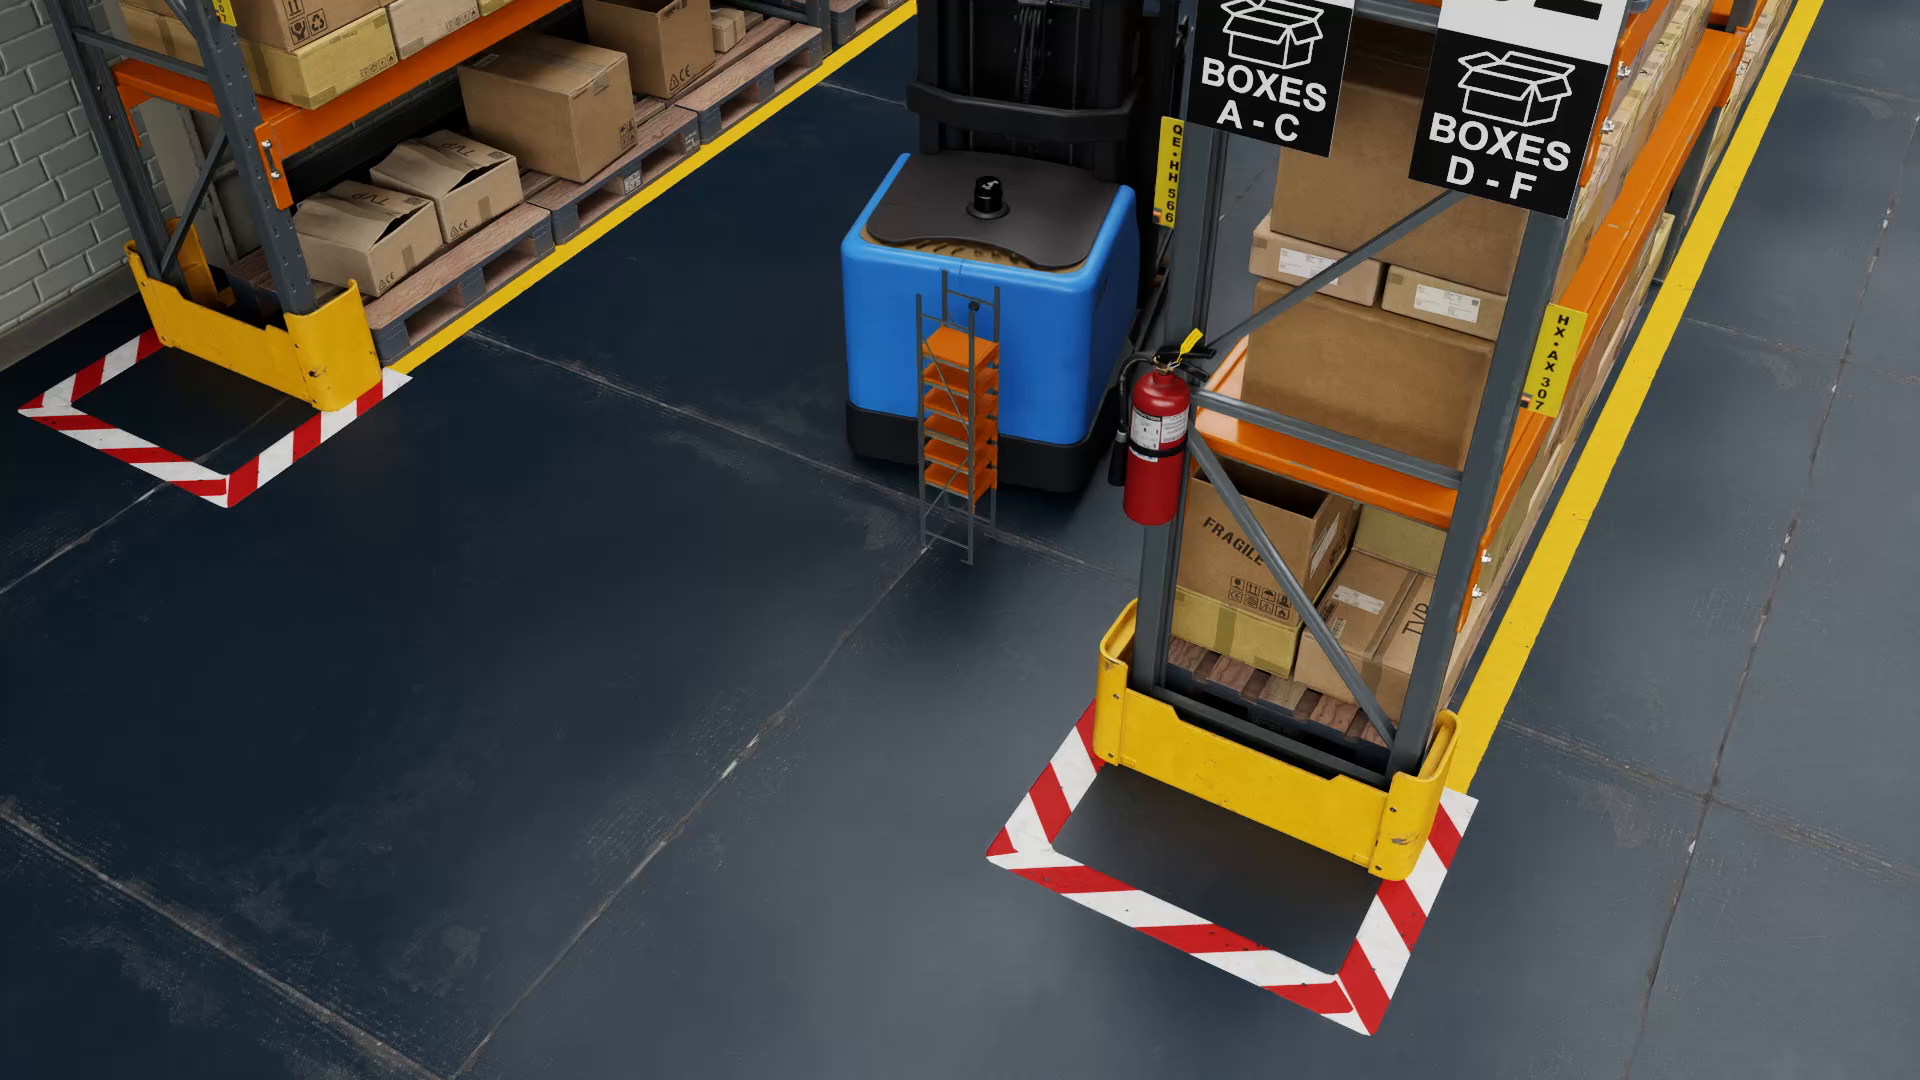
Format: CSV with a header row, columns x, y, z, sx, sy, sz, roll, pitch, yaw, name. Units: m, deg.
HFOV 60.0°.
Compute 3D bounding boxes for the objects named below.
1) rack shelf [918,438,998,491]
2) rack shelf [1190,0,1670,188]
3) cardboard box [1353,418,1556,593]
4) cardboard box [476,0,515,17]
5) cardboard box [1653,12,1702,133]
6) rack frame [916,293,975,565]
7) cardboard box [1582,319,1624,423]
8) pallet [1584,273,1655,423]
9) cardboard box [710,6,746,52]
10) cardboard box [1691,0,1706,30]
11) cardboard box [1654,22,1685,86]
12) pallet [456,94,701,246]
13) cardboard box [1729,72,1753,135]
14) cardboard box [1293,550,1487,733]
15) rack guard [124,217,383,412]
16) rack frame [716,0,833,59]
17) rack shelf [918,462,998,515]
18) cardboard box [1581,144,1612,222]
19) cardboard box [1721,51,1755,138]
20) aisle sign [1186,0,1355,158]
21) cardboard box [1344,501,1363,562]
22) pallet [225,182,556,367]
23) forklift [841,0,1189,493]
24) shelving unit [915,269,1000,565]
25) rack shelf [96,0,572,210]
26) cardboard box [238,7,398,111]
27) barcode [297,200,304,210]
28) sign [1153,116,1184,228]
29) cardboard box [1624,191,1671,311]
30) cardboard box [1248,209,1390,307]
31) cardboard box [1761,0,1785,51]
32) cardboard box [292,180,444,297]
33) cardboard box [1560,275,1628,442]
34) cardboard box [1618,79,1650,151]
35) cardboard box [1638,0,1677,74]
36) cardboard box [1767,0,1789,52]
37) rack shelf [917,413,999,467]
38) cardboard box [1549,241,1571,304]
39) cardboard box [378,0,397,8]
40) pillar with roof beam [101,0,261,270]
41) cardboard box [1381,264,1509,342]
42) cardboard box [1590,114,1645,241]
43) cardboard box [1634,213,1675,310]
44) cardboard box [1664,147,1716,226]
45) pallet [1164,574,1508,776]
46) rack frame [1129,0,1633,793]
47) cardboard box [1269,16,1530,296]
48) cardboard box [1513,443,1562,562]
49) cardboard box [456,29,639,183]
x,y,z,sx,sy,sz,roll,pitch,yaw,name
-0.007,-0.319,6.453,0.258,0.103,0.180,21,45,22,rack shelf
2.051,-2.292,5.358,1.077,0.370,4.000,21,45,22,rack shelf
1.760,-0.219,5.925,0.500,0.500,0.500,21,45,22,cardboard box
-2.214,-2.645,7.582,0.500,0.250,0.500,20,45,21,cardboard box
2.577,-2.058,6.742,0.700,0.500,0.500,20,45,22,cardboard box
-0.053,-0.390,6.285,0.240,1.200,0.006,21,45,22,rack frame
2.513,-0.795,7.146,0.500,0.250,0.500,21,45,22,cardboard box
2.618,-1.093,7.831,1.003,0.211,1.213,21,45,22,pallet
-1.481,-3.003,9.701,0.380,0.166,0.250,15,44,17,cardboard box
2.590,-2.054,6.246,0.380,0.149,0.250,21,45,22,cardboard box
2.334,-1.756,5.908,0.380,0.149,0.250,22,46,23,cardboard box
-2.154,-2.074,8.945,1.003,0.211,1.213,21,45,22,pallet
3.982,-2.445,9.019,0.500,0.250,0.500,20,45,21,cardboard box
1.511,0.349,5.847,0.500,0.250,0.500,21,45,22,cardboard box
-3.203,-1.034,7.545,1.175,0.500,0.348,21,45,22,rack guard
-1.239,-4.217,9.269,1.000,3.000,0.127,21,45,22,rack frame
-0.007,-0.229,6.532,0.258,0.103,0.180,21,45,22,rack shelf
1.817,-1.164,5.236,0.380,0.149,0.250,20,45,21,cardboard box
3.729,-2.356,8.494,0.500,0.311,0.500,20,45,22,cardboard box
0.763,-1.327,4.020,0.394,0.787,0.004,21,45,22,aisle sign
1.302,-0.112,6.371,0.500,0.250,0.500,21,45,22,cardboard box
-2.765,-1.378,8.155,1.003,0.211,1.213,21,45,22,pallet
0.431,-2.282,7.123,1.130,2.935,3.031,11,43,12,forklift
-0.007,-0.442,6.344,0.258,1.200,0.189,21,45,22,shelving unit
-2.240,-2.803,8.207,1.077,0.370,4.000,21,45,22,rack shelf
-2.722,-2.054,6.911,0.500,0.250,0.500,20,45,21,cardboard box
-3.154,-1.596,7.988,0.001,0.075,0.075,21,45,22,barcode
0.587,-1.003,4.564,0.100,0.325,0.005,21,45,22,sign
2.749,-1.368,7.229,0.500,0.500,0.500,21,45,22,cardboard box
1.076,-0.855,4.884,0.380,0.149,0.250,20,45,21,cardboard box
4.242,-2.951,9.170,0.500,0.311,0.500,22,46,23,cardboard box
-2.816,-1.450,7.829,0.500,0.311,0.500,16,44,17,cardboard box
2.264,-0.790,6.573,0.500,0.500,0.500,21,45,22,cardboard box
2.076,-1.464,5.576,0.380,0.149,0.250,20,45,22,cardboard box
2.082,-1.988,5.680,0.700,0.500,0.500,21,46,22,cardboard box
4.492,-3.031,9.685,0.500,0.250,0.500,22,46,23,cardboard box
-0.007,-0.409,6.373,0.258,0.103,0.180,21,45,22,rack shelf
1.553,-0.894,5.420,0.700,0.500,0.500,22,46,23,cardboard box
-2.486,-2.614,6.980,0.500,0.500,0.500,21,46,22,cardboard box
0.088,-3.442,3.850,9.100,9.000,0.400,21,45,22,pillar with roof beam
1.433,-0.726,4.739,0.380,0.149,0.250,21,45,22,cardboard box
2.067,-1.479,6.084,0.700,0.500,0.500,22,46,23,cardboard box
3.009,-1.369,7.798,0.500,0.250,0.500,21,45,22,cardboard box
3.468,-1.855,8.350,0.500,0.250,0.500,20,45,21,cardboard box
1.397,0.303,6.246,1.003,0.211,1.213,21,45,22,pallet
1.050,-0.292,4.812,1.000,3.000,0.127,21,45,22,rack frame
1.321,-1.110,4.683,0.700,0.500,0.500,21,46,22,cardboard box
2.009,-0.224,6.498,0.500,0.250,0.500,21,45,22,cardboard box
-2.121,-2.251,8.595,0.700,0.500,0.500,18,45,19,cardboard box
